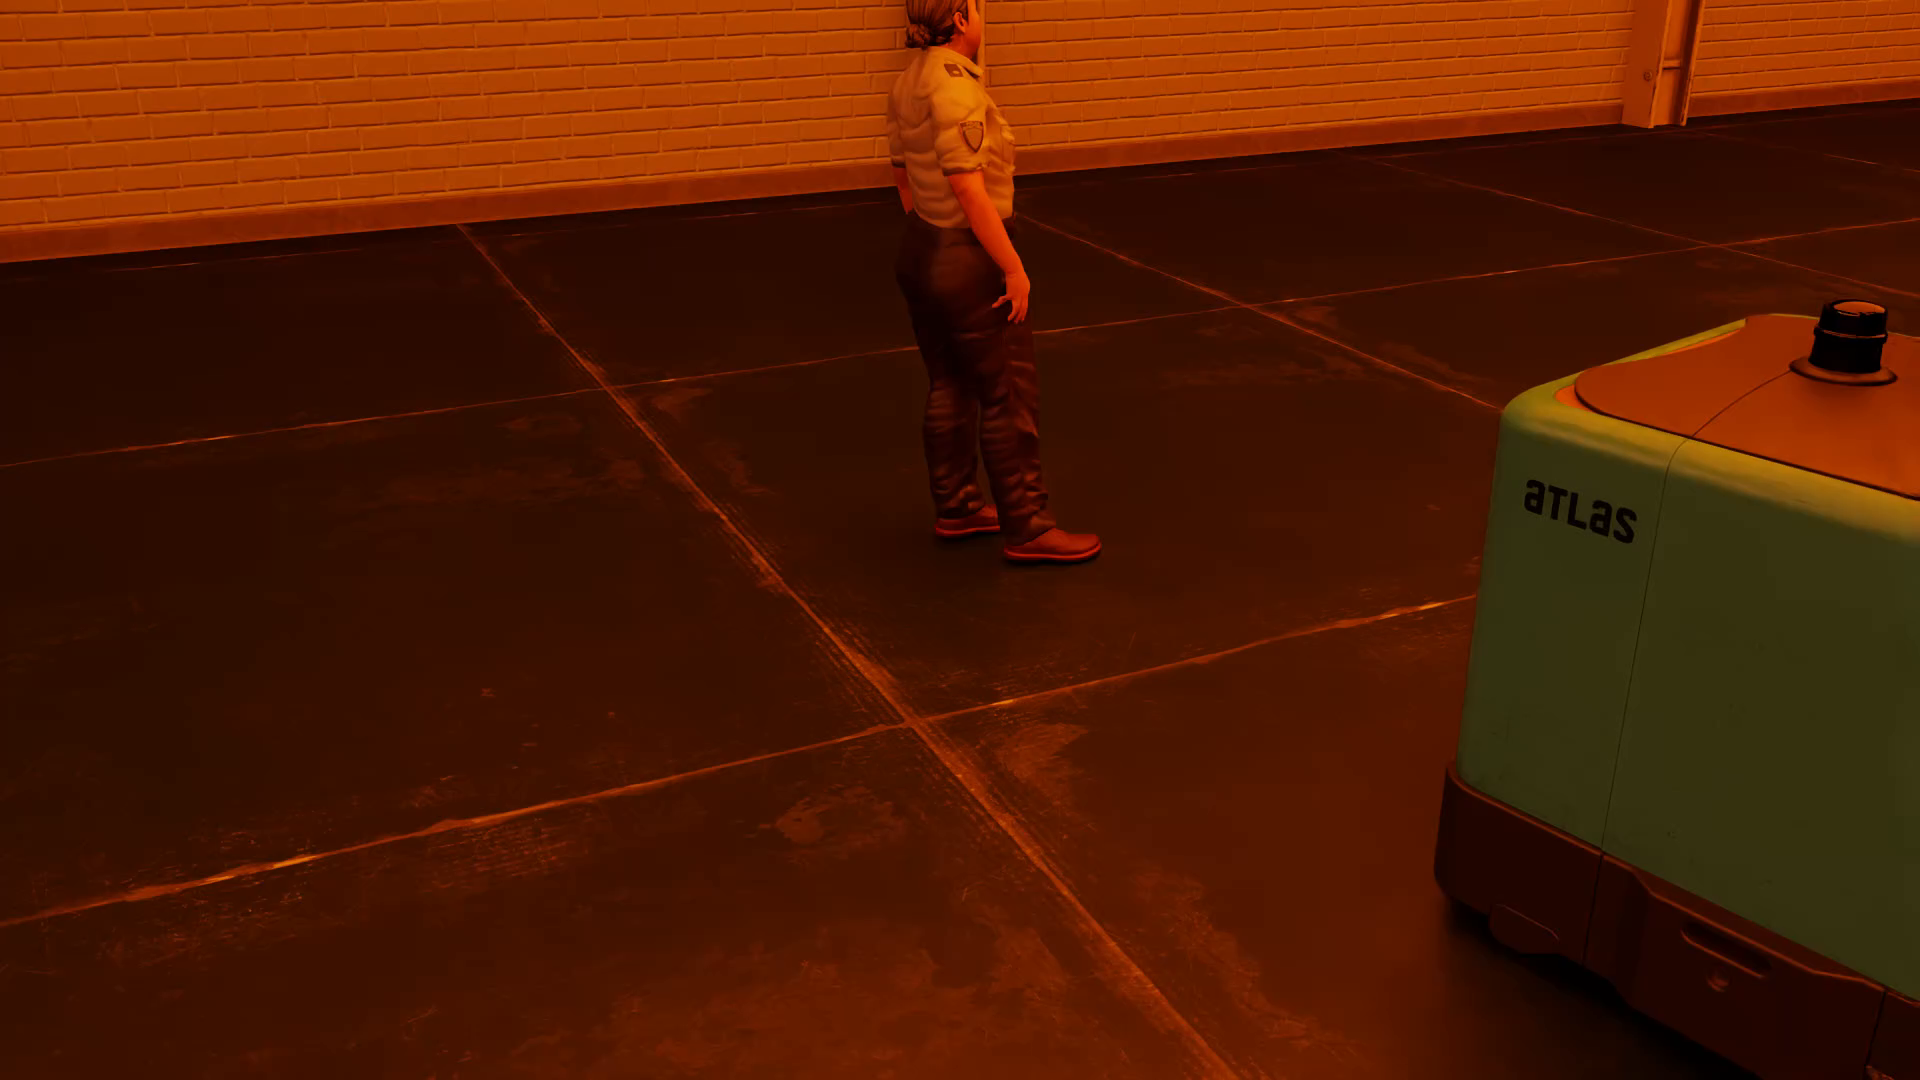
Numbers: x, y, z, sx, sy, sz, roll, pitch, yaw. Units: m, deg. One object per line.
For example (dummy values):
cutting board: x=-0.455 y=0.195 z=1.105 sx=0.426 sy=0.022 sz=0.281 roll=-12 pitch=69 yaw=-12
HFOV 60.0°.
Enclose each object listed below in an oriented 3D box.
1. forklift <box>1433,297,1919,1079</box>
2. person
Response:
forklift: x=2.260 y=-0.295 z=1.996 sx=1.130 sy=2.935 sz=3.031 roll=-17 pitch=28 yaw=-36
person: x=0.091 y=-0.774 z=4.804 sx=0.502 sy=1.651 sz=0.598 roll=-10 pitch=25 yaw=-23
